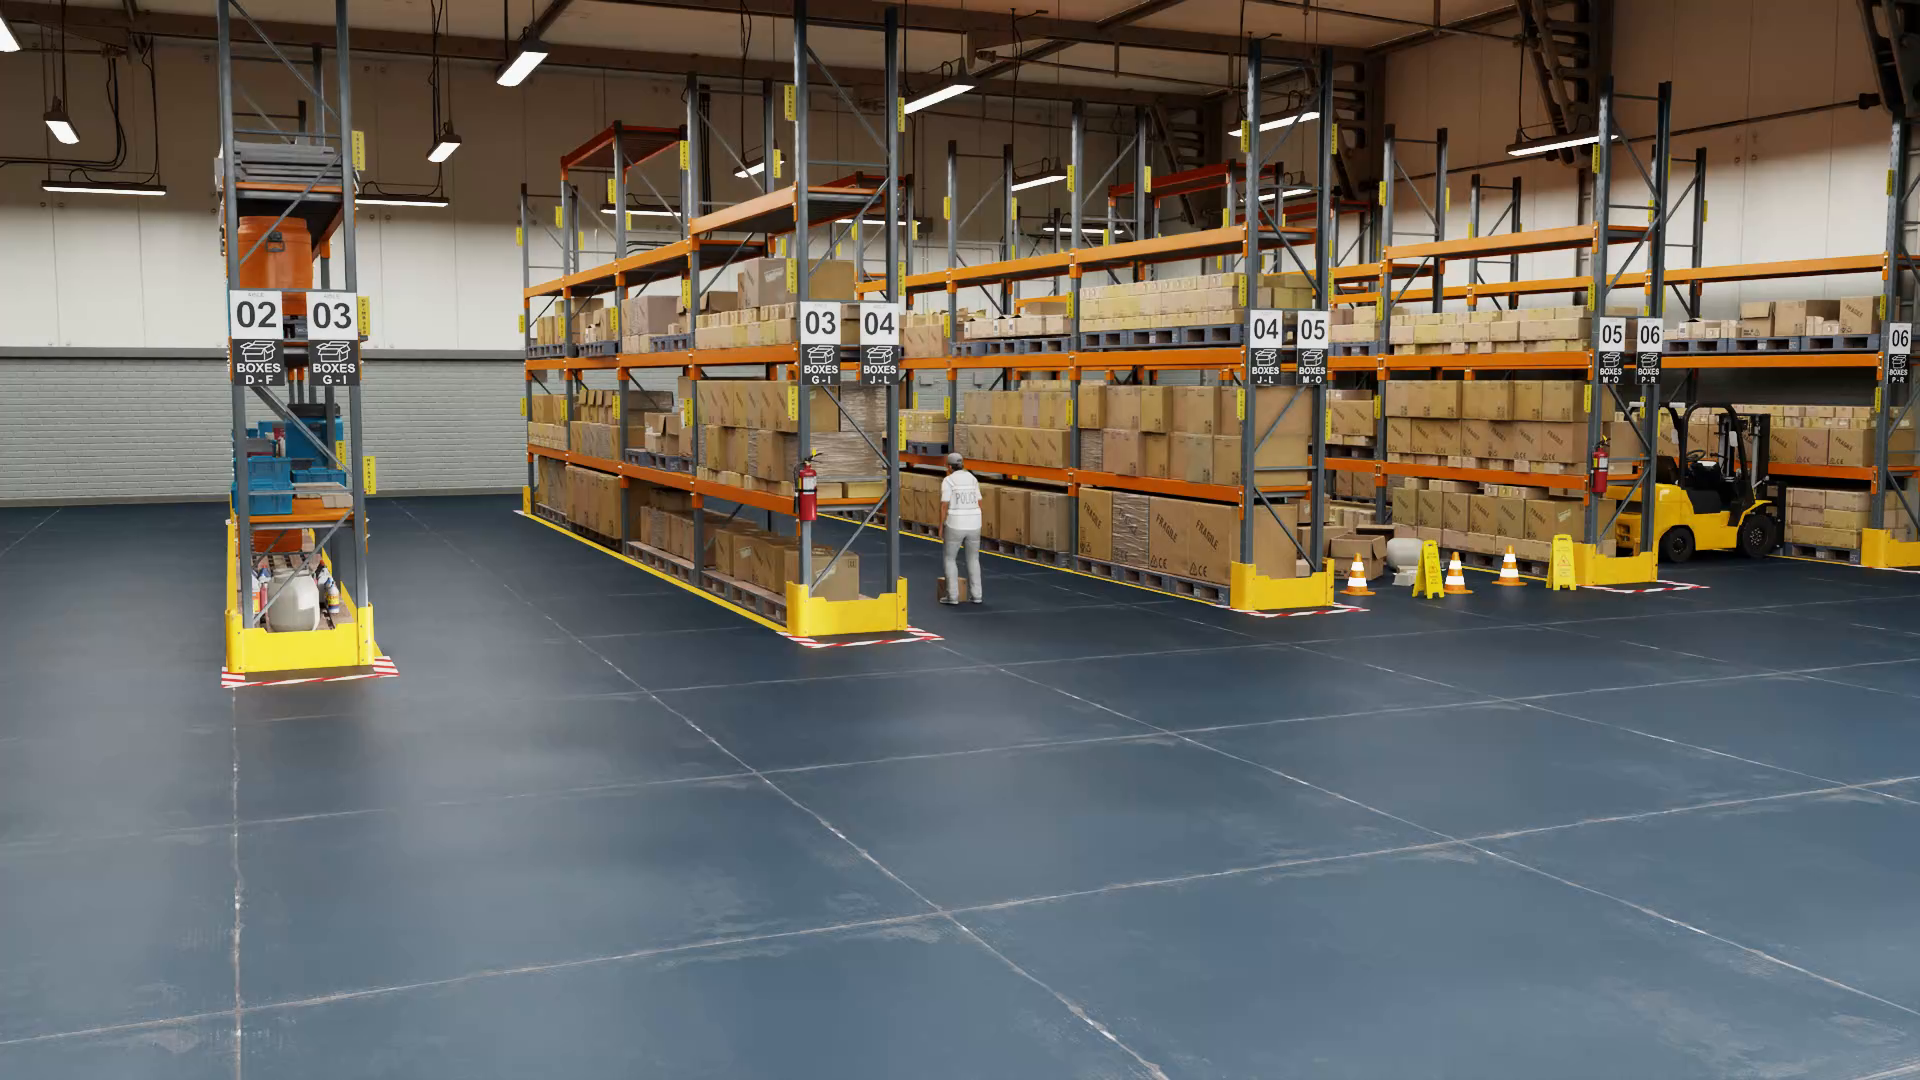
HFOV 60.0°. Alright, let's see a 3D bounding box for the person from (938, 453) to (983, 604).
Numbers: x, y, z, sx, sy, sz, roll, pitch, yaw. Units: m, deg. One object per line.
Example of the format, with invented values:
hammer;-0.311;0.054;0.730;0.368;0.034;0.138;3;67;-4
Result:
person;0.006;-0.129;18.320;0.557;1.665;0.467;-3;6;-27
